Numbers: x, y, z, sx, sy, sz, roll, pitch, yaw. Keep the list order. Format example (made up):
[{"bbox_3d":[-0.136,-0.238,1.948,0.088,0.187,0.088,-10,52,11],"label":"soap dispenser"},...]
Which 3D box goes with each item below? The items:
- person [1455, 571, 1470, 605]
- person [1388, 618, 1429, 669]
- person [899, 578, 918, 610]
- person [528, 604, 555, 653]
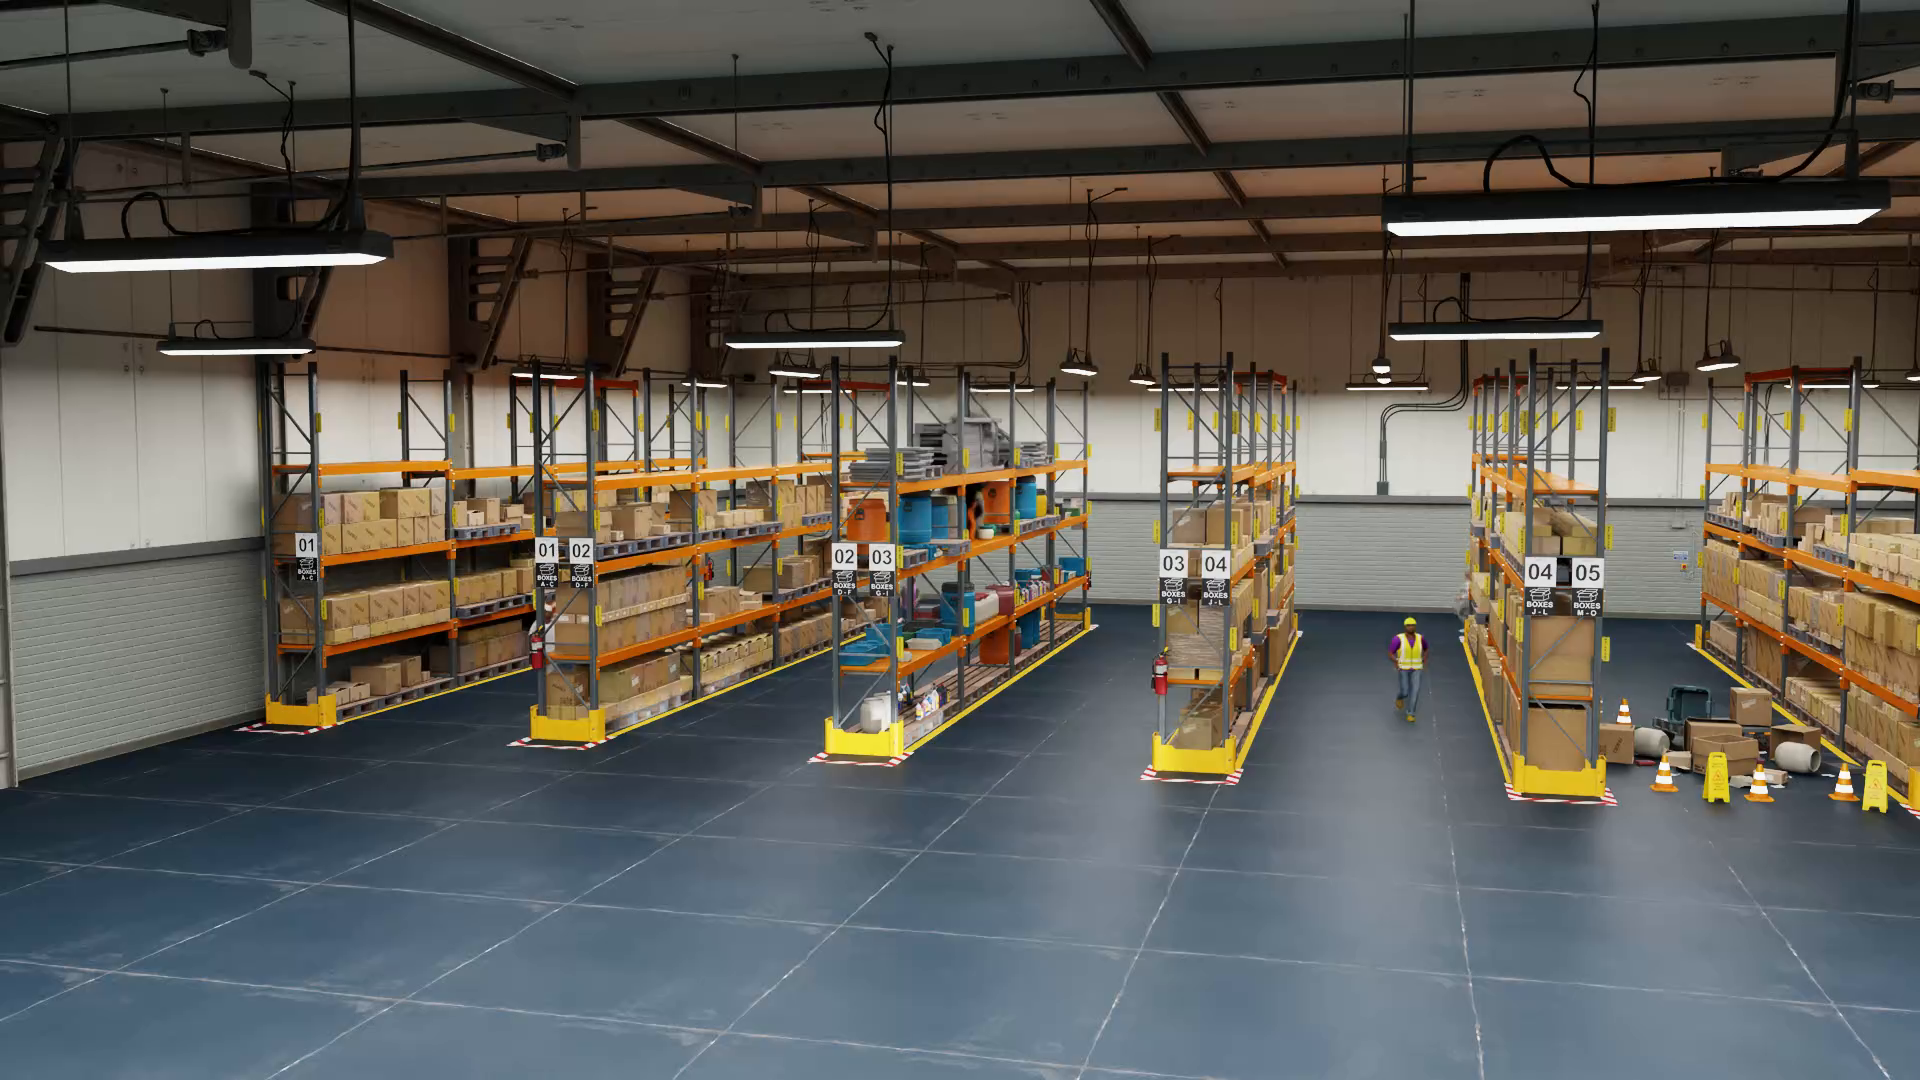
[{"bbox_3d":[11.959,1.116,39.374,0.409,0.804,0.578,2,5,31],"label":"person"},{"bbox_3d":[7.568,1.732,27.893,0.700,0.848,0.492,0,4,2],"label":"person"},{"bbox_3d":[-1.161,1.571,37.767,0.486,1.558,0.537,0,4,6],"label":"person"},{"bbox_3d":[-7.379,2.025,29.681,0.689,1.762,0.956,0,4,4],"label":"person"}]
